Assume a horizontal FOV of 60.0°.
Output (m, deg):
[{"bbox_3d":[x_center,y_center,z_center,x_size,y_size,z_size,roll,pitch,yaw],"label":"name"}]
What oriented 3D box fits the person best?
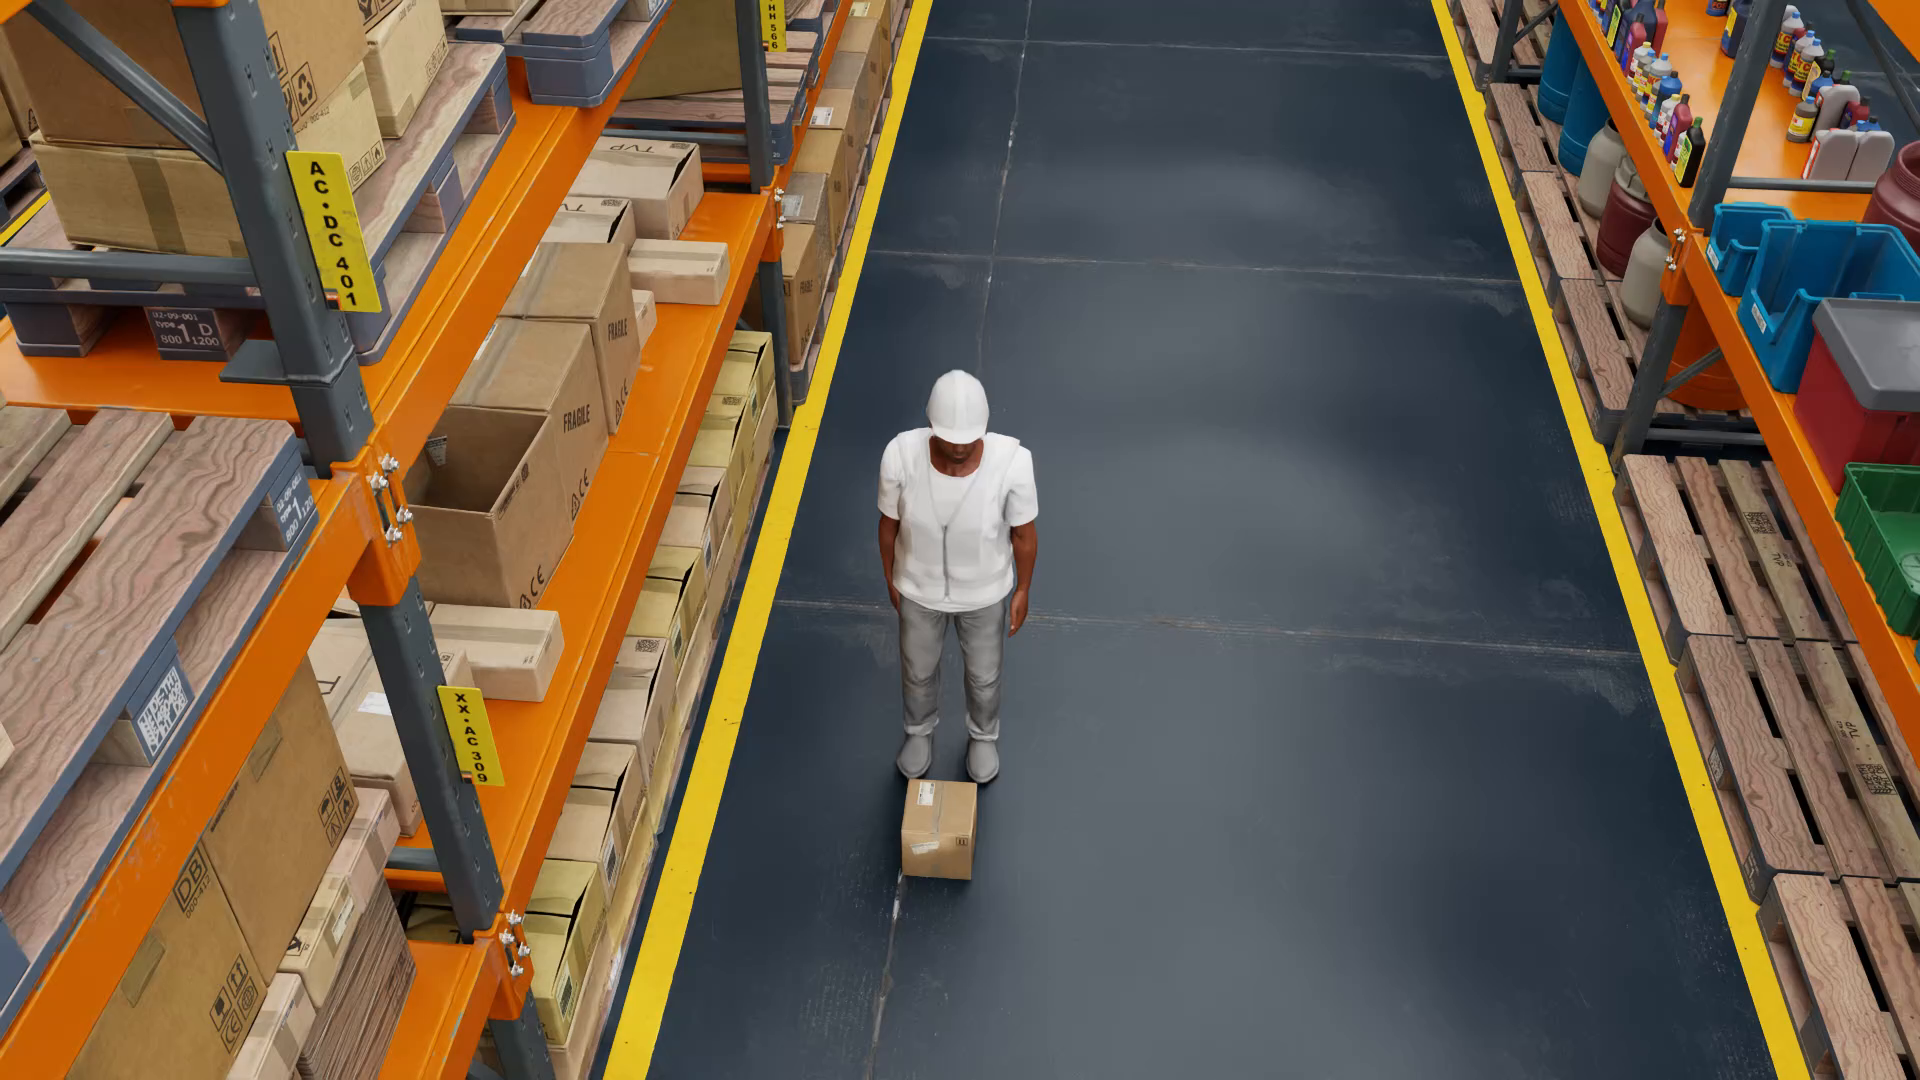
[{"bbox_3d":[-0.012,0.154,5.954,0.566,1.763,0.364,4,40,5],"label":"person"}]
